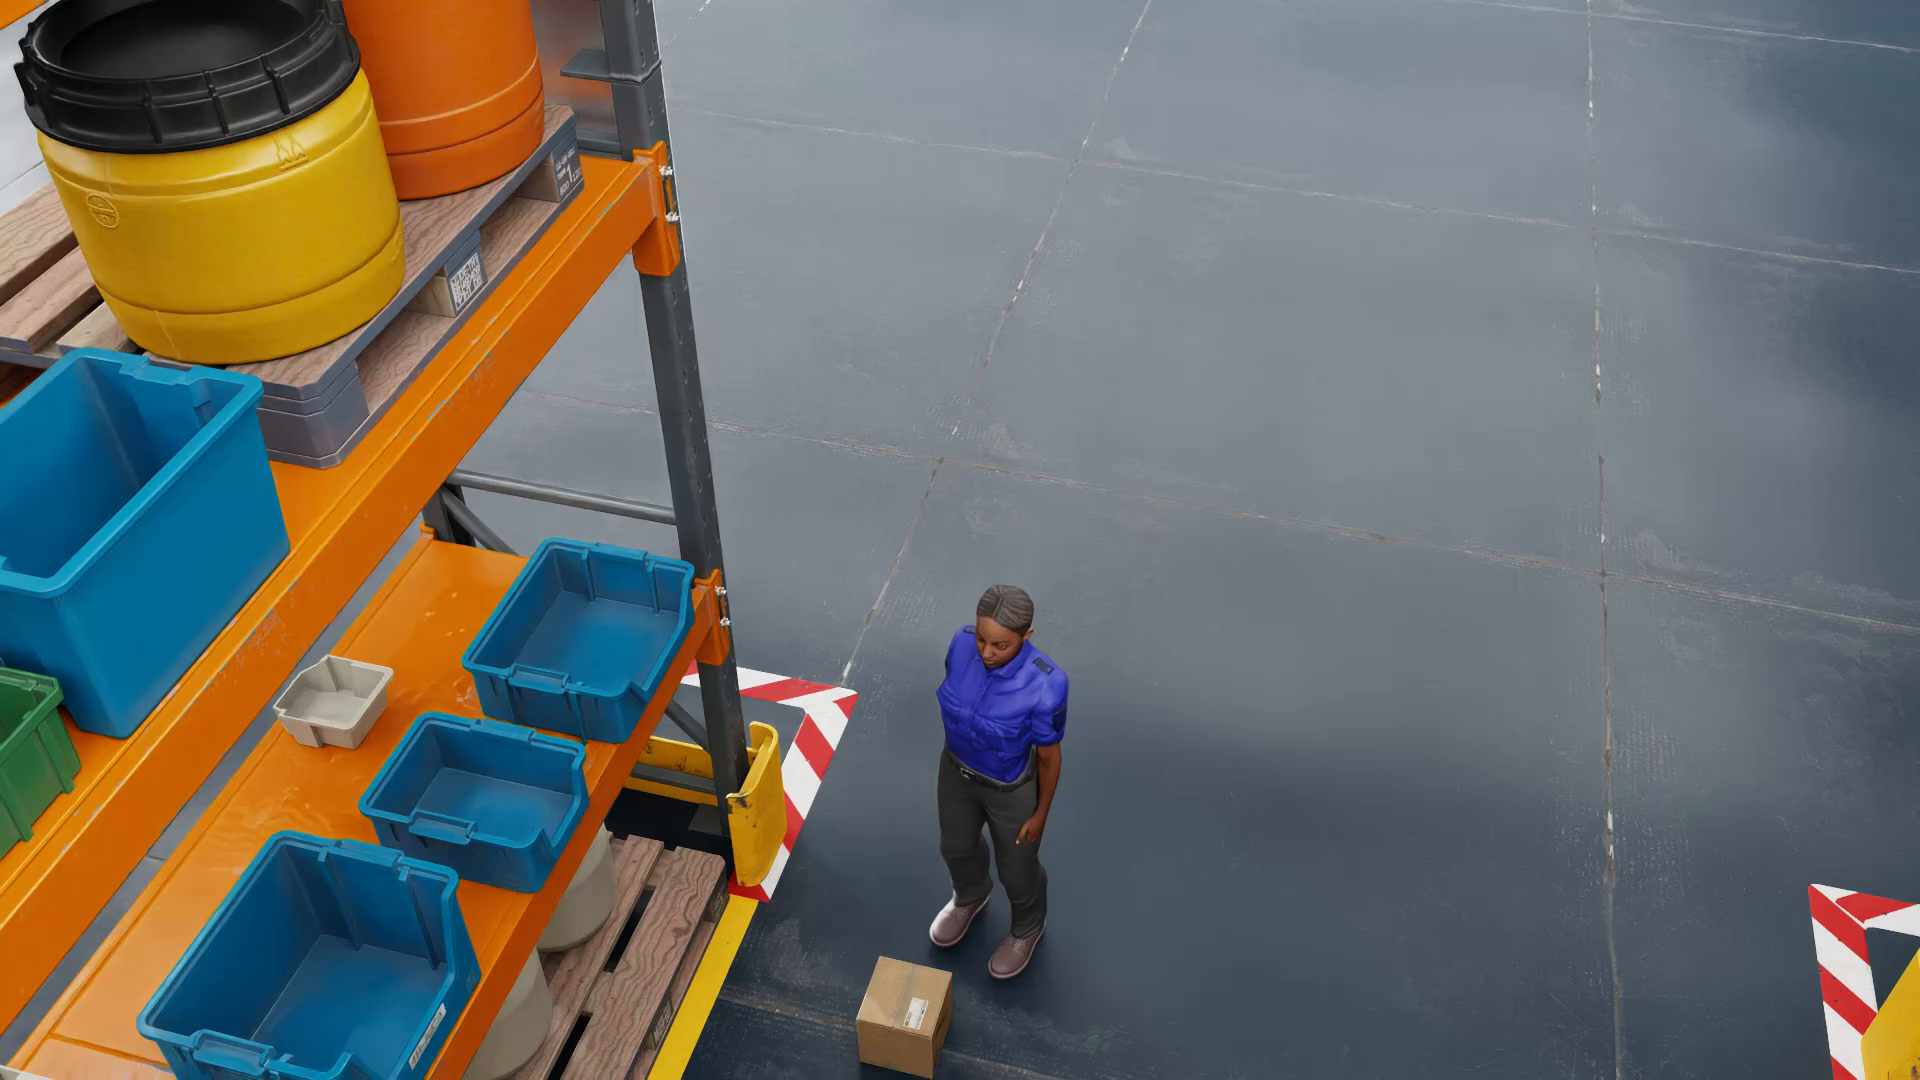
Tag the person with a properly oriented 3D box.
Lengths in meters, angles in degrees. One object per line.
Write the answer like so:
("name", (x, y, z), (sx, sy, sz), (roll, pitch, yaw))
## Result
("person", (0.118, 0.773, 5.285), (0.437, 1.656, 0.311), (26, 47, 26))
